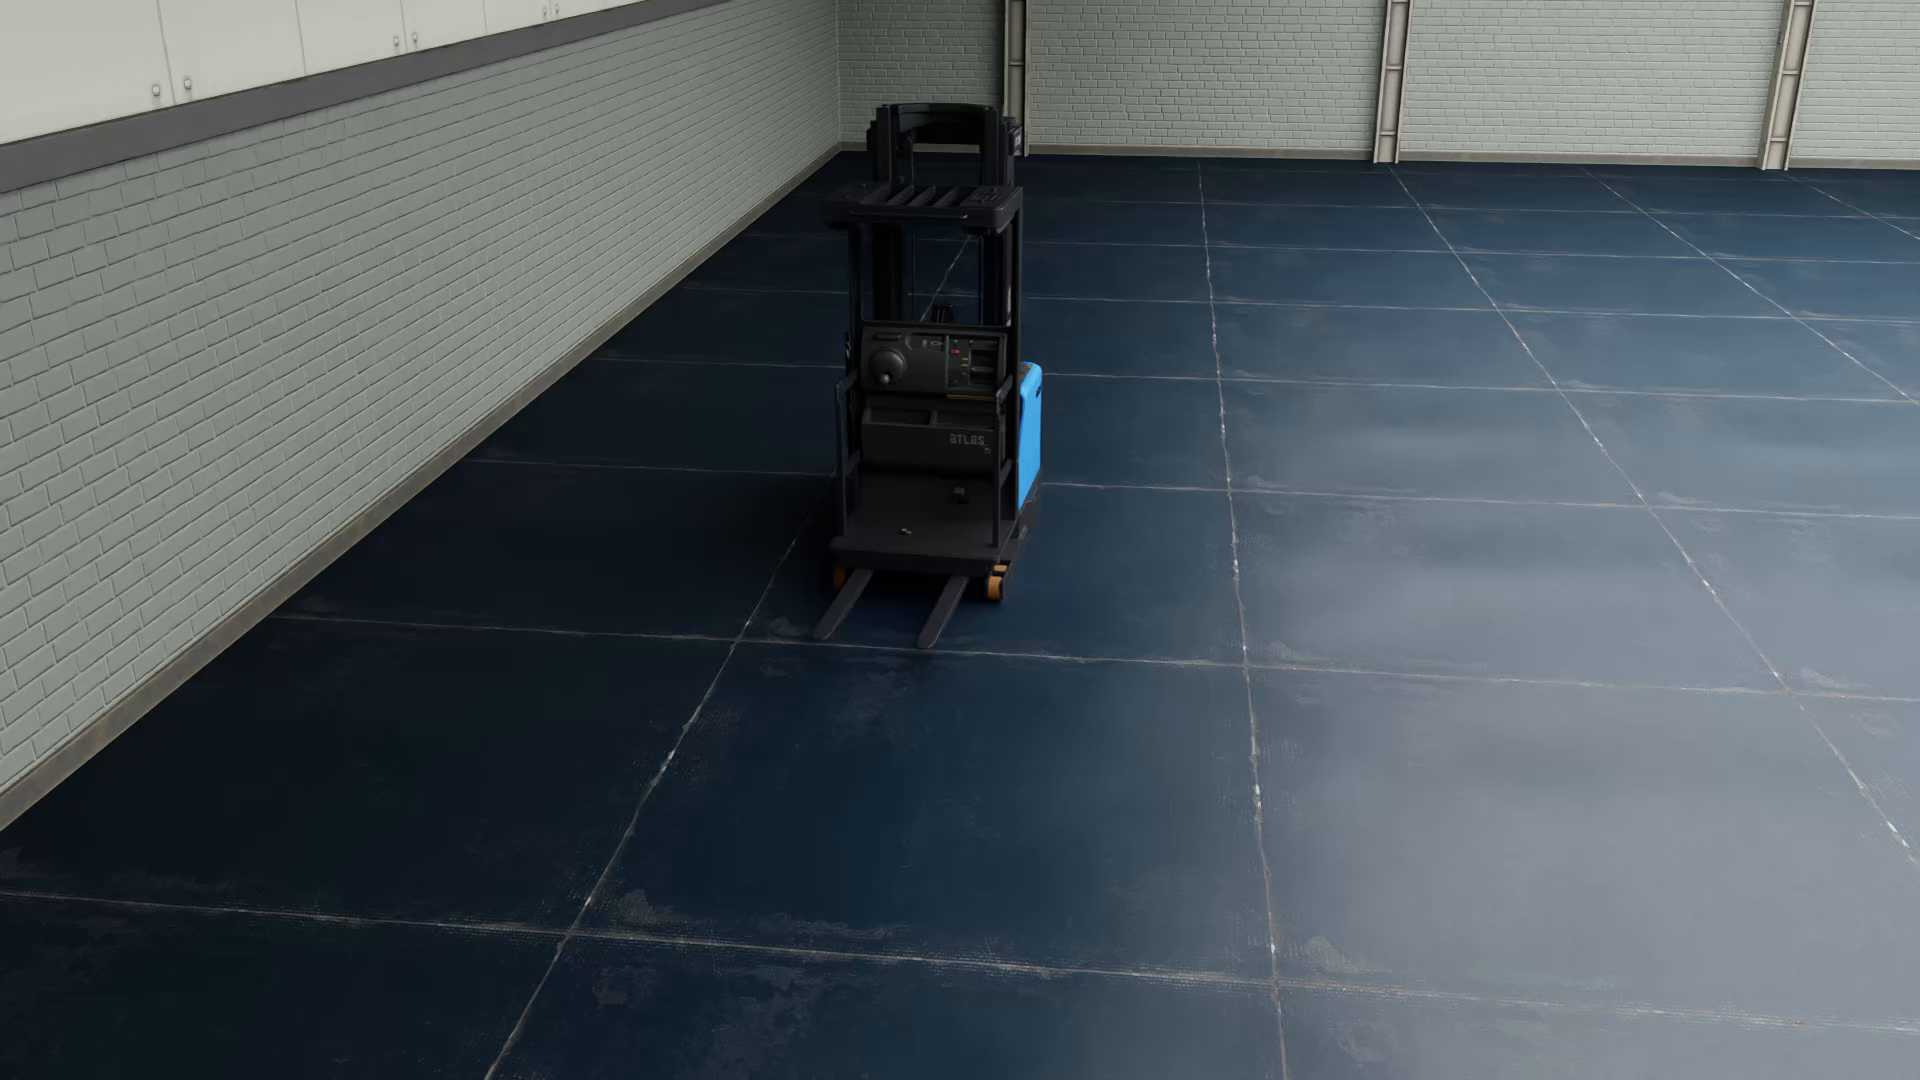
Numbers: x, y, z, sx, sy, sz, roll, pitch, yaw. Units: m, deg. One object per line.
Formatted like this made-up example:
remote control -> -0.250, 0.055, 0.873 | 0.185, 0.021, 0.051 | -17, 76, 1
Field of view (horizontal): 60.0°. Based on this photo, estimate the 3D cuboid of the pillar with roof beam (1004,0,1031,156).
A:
pillar with roof beam -> 0.425, -9.018, 22.010 | 0.400, 9.000, 9.100 | 2, 22, 6

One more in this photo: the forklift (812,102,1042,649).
forklift -> -0.207, -1.119, 10.283 | 1.130, 2.935, 3.031 | 4, 22, 11

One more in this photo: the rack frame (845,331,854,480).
rack frame -> -0.792, -0.931, 12.262 | 0.032, 1.125, 0.500 | -4, 22, -10

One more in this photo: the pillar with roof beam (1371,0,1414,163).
pillar with roof beam -> 6.383, -8.758, 21.354 | 0.400, 9.000, 9.100 | 2, 22, 6

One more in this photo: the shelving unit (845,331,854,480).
shelving unit -> -0.292, -0.965, 12.350 | 1.048, 1.125, 0.538 | -4, 22, -10

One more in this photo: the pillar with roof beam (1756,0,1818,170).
pillar with roof beam -> 12.341, -8.499, 20.697 | 0.400, 9.000, 9.100 | 2, 22, 6
